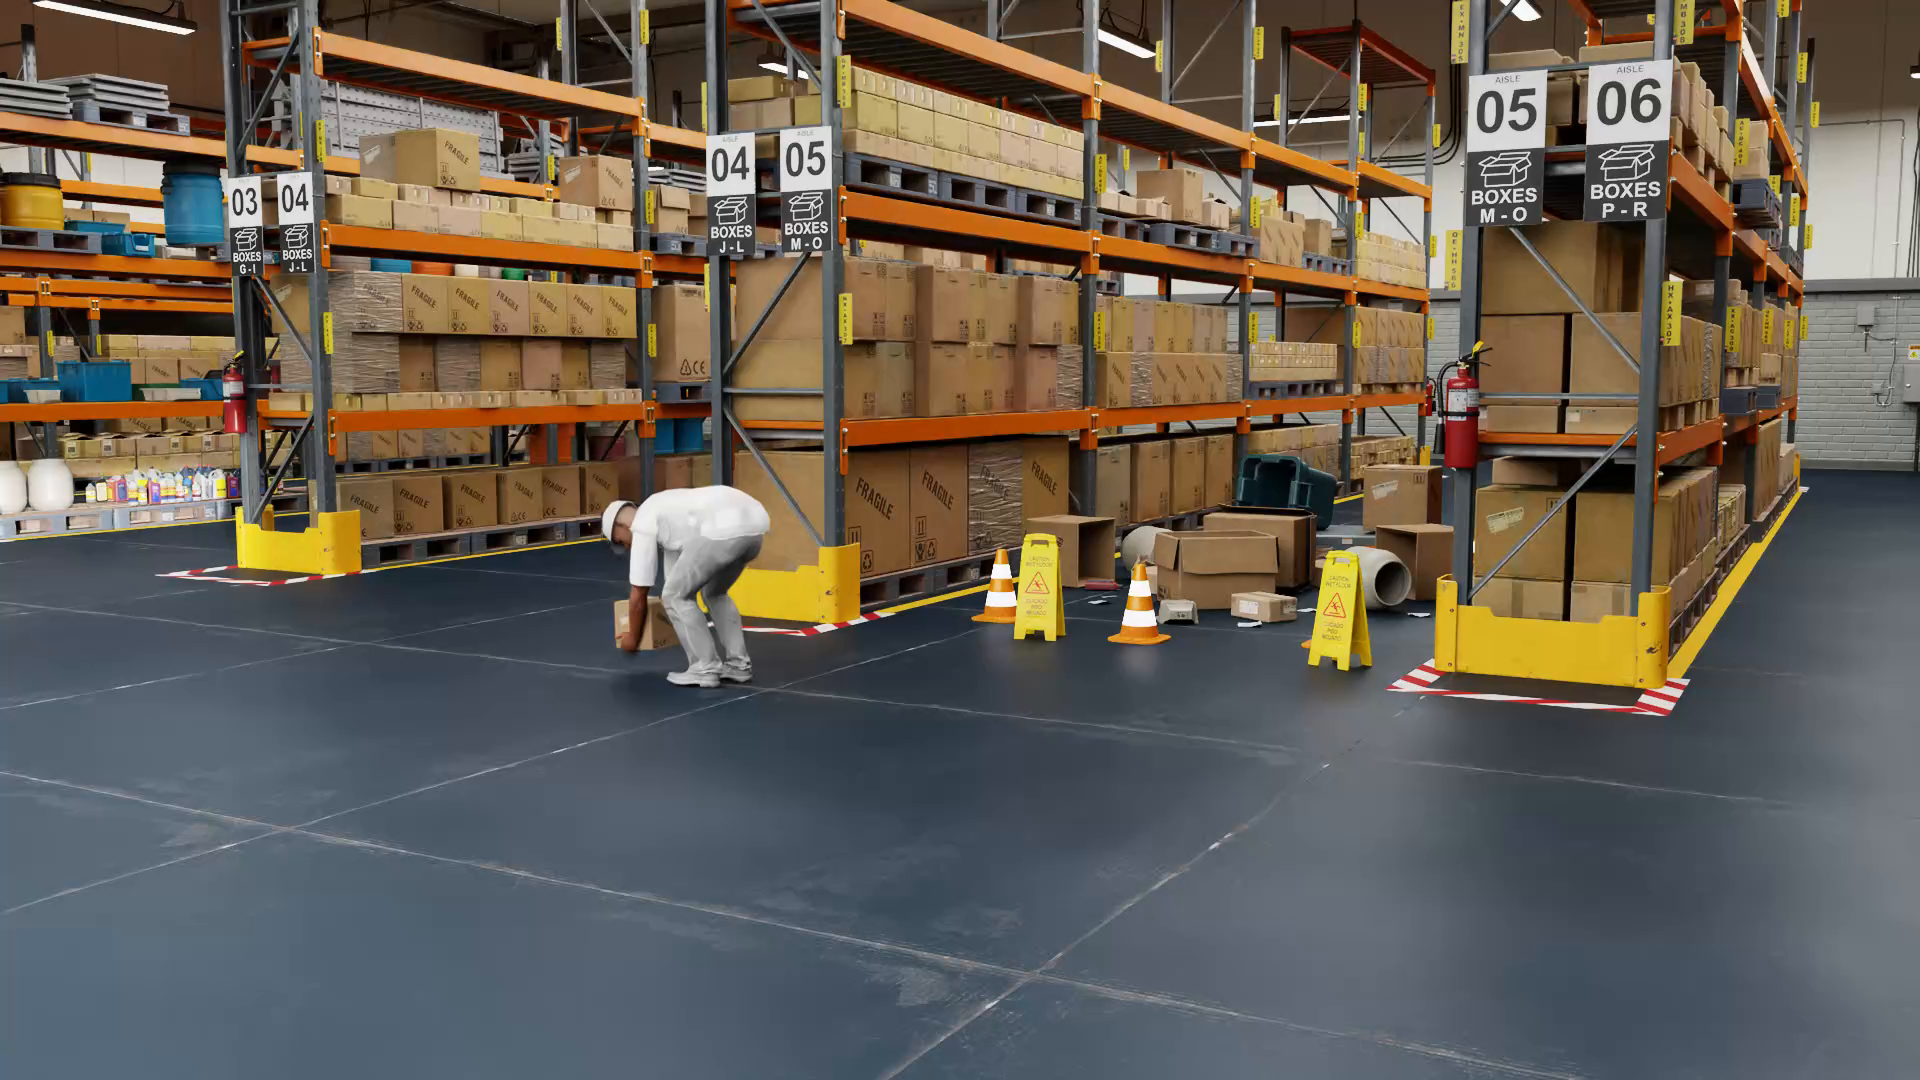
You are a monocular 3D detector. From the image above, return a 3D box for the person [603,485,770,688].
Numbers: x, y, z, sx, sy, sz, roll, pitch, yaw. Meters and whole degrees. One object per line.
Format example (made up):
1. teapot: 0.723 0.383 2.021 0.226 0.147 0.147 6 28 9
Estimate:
1. person: -1.482 0.228 8.819 0.980 1.043 0.494 3 7 26
